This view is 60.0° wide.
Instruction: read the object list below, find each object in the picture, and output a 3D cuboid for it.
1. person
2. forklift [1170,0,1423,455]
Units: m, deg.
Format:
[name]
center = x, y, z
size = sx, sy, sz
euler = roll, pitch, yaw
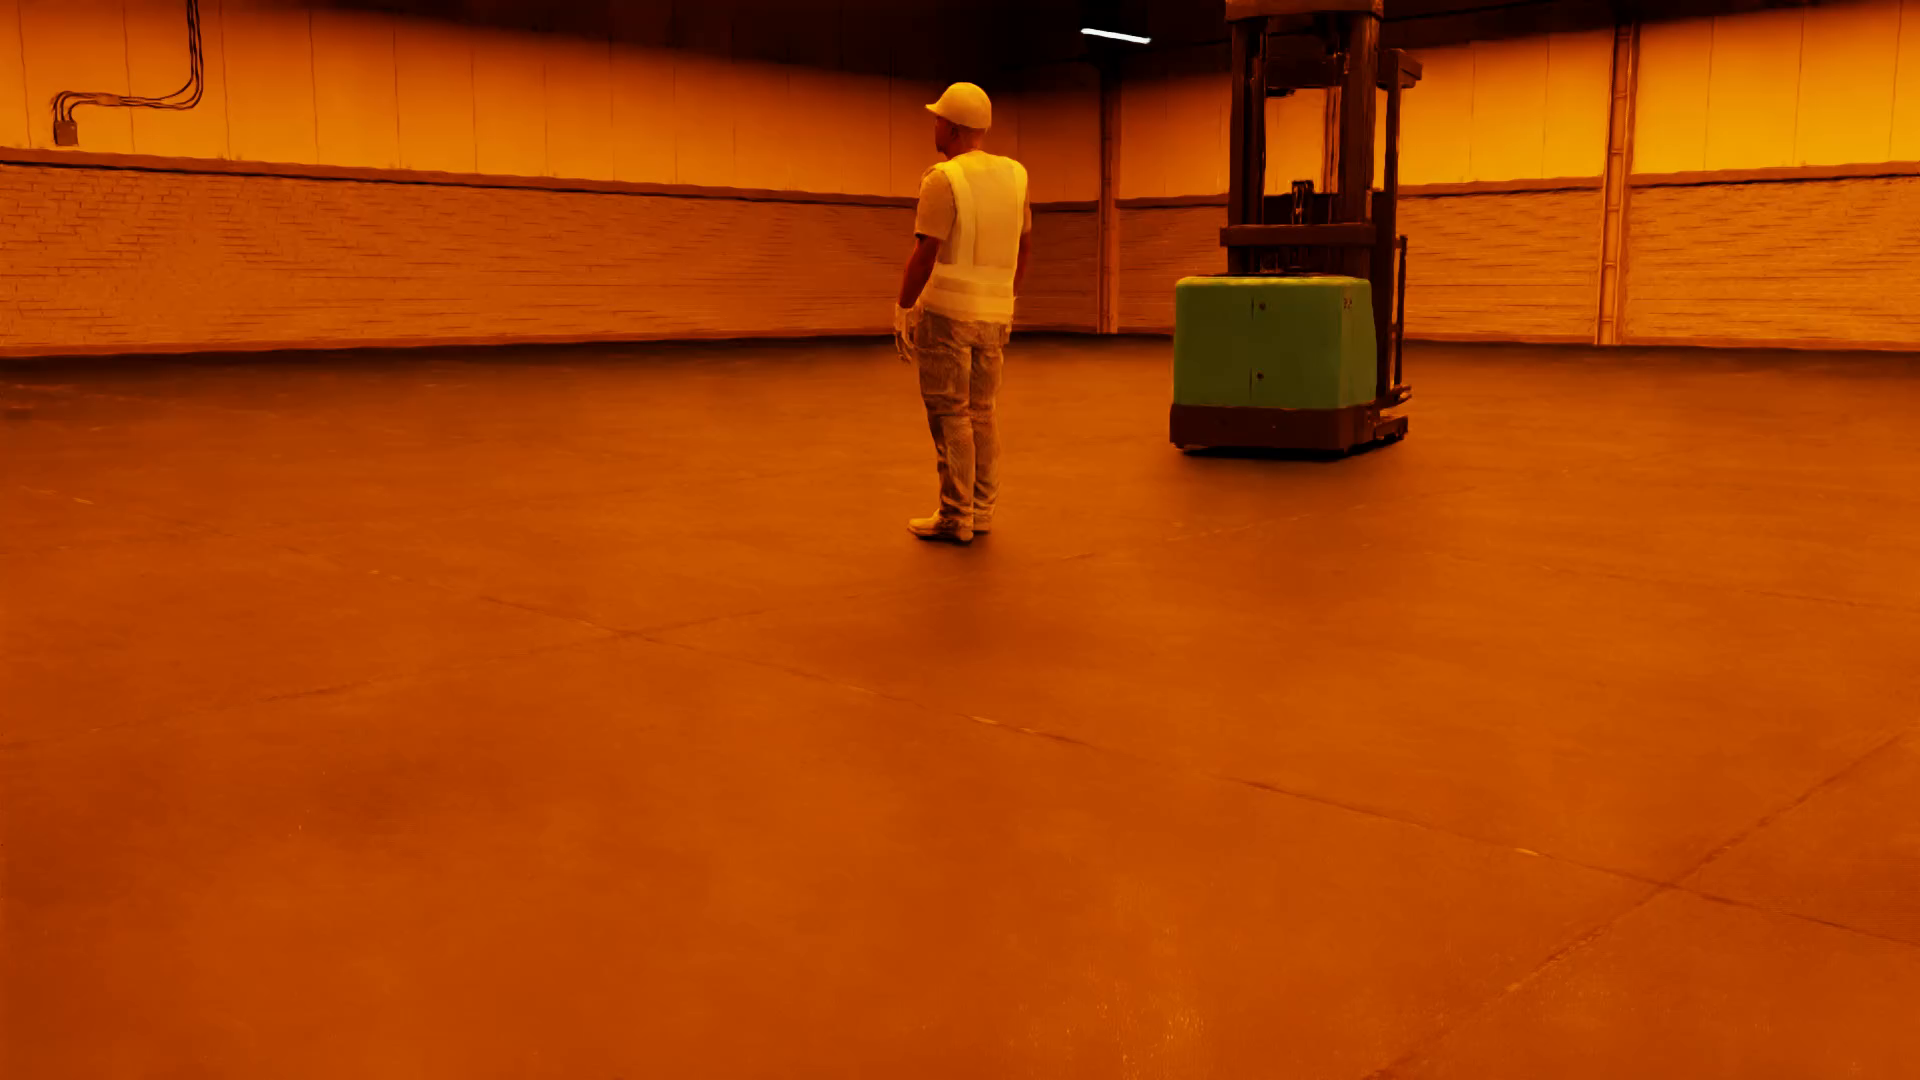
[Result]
[person]
center = -0.046, -0.897, 6.639
size = 0.576, 1.782, 0.655
euler = 8, 12, 43
[forklift]
center = 2.401, -2.137, 11.068
size = 1.130, 2.935, 3.031
euler = 4, 10, 26
